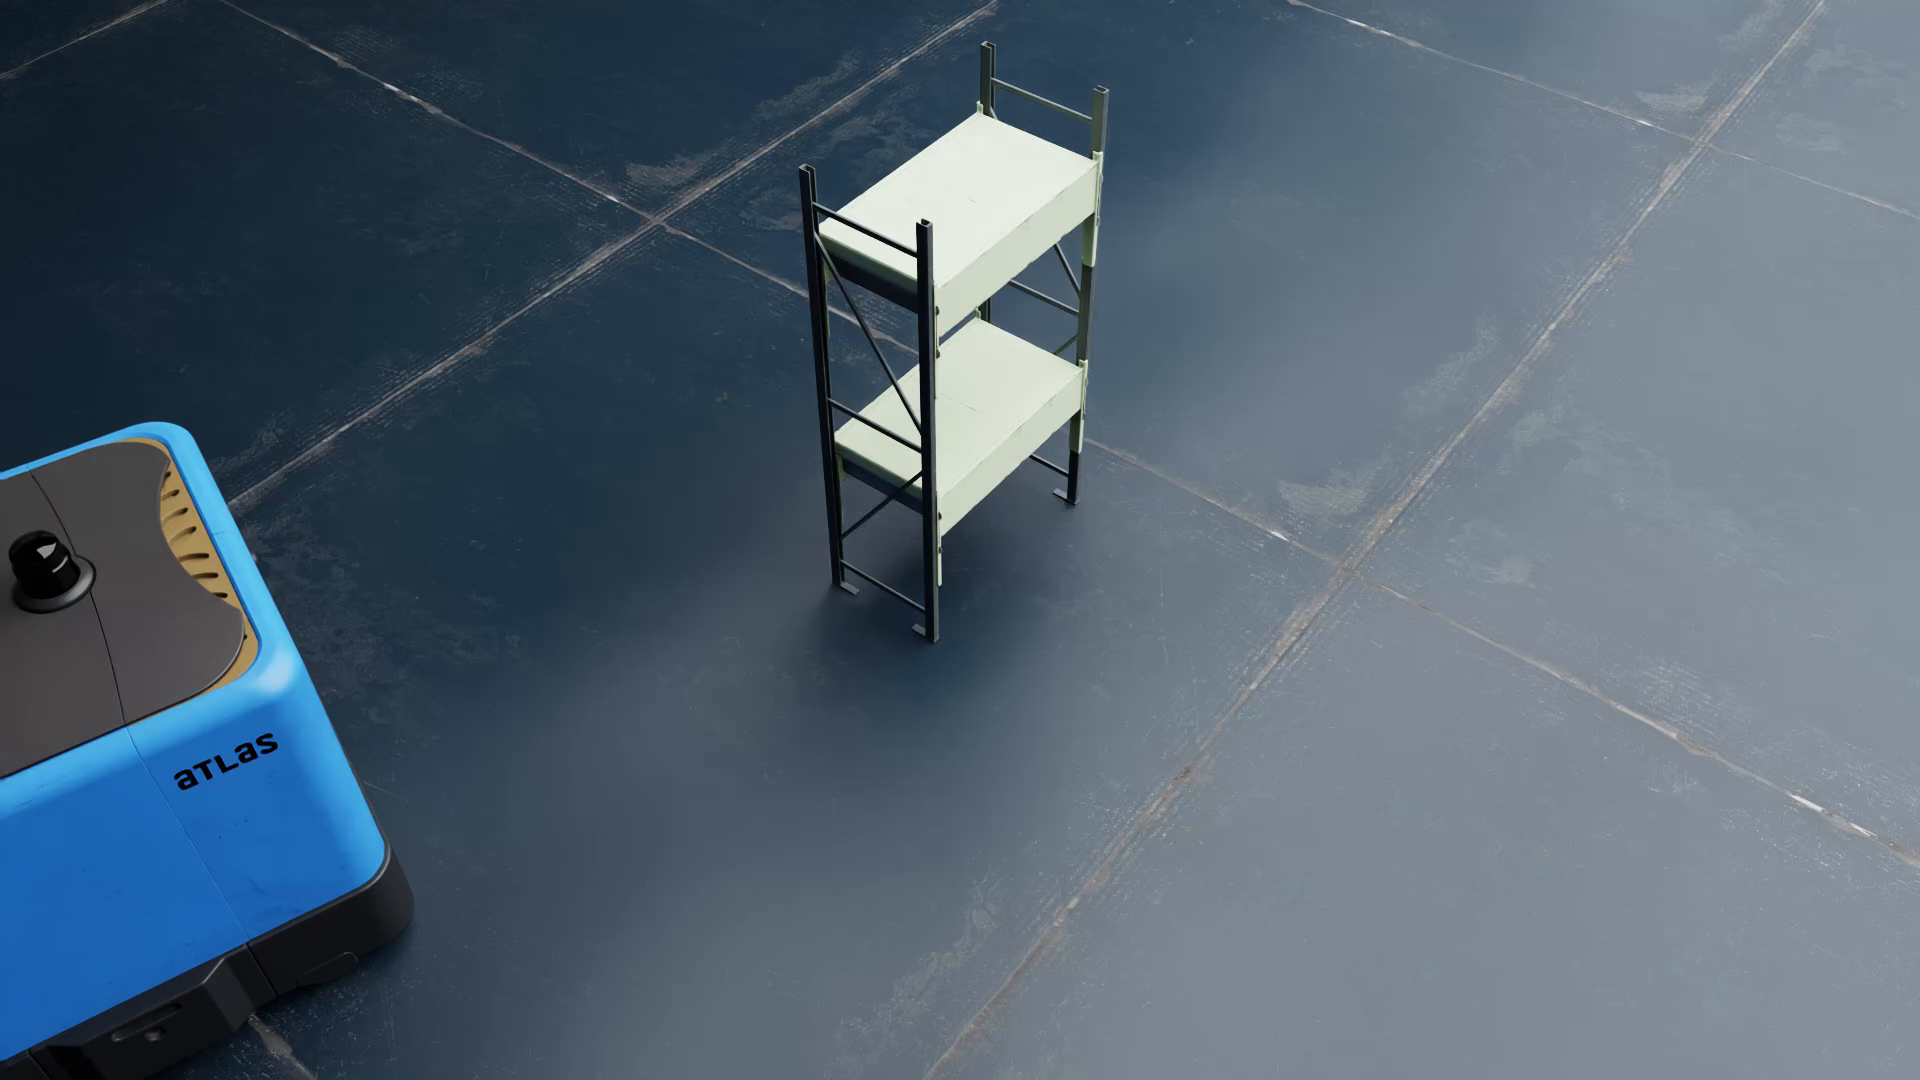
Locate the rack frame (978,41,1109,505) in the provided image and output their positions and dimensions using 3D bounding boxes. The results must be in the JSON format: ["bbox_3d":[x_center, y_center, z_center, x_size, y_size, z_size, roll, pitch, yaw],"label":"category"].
[{"bbox_3d":[0.220,-0.724,4.904,0.400,1.500,0.023,29,53,25],"label":"rack frame"}]

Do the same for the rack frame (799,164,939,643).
[{"bbox_3d":[-0.228,-0.305,4.504,0.400,1.500,0.023,29,53,25],"label":"rack frame"}]

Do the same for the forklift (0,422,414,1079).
[{"bbox_3d":[-2.911,0.289,2.947,3.031,2.935,1.130,-25,51,-22],"label":"forklift"}]

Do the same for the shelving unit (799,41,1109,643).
[{"bbox_3d":[-0.004,-0.514,4.704,0.431,1.500,0.755,29,53,25],"label":"shelving unit"}]

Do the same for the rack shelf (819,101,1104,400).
[{"bbox_3d":[-0.004,-0.784,4.422,0.431,0.370,0.720,29,53,25],"label":"rack shelf"}]

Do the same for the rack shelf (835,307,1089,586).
[{"bbox_3d":[-0.004,-0.289,4.940,0.431,0.370,0.720,29,53,25],"label":"rack shelf"}]
